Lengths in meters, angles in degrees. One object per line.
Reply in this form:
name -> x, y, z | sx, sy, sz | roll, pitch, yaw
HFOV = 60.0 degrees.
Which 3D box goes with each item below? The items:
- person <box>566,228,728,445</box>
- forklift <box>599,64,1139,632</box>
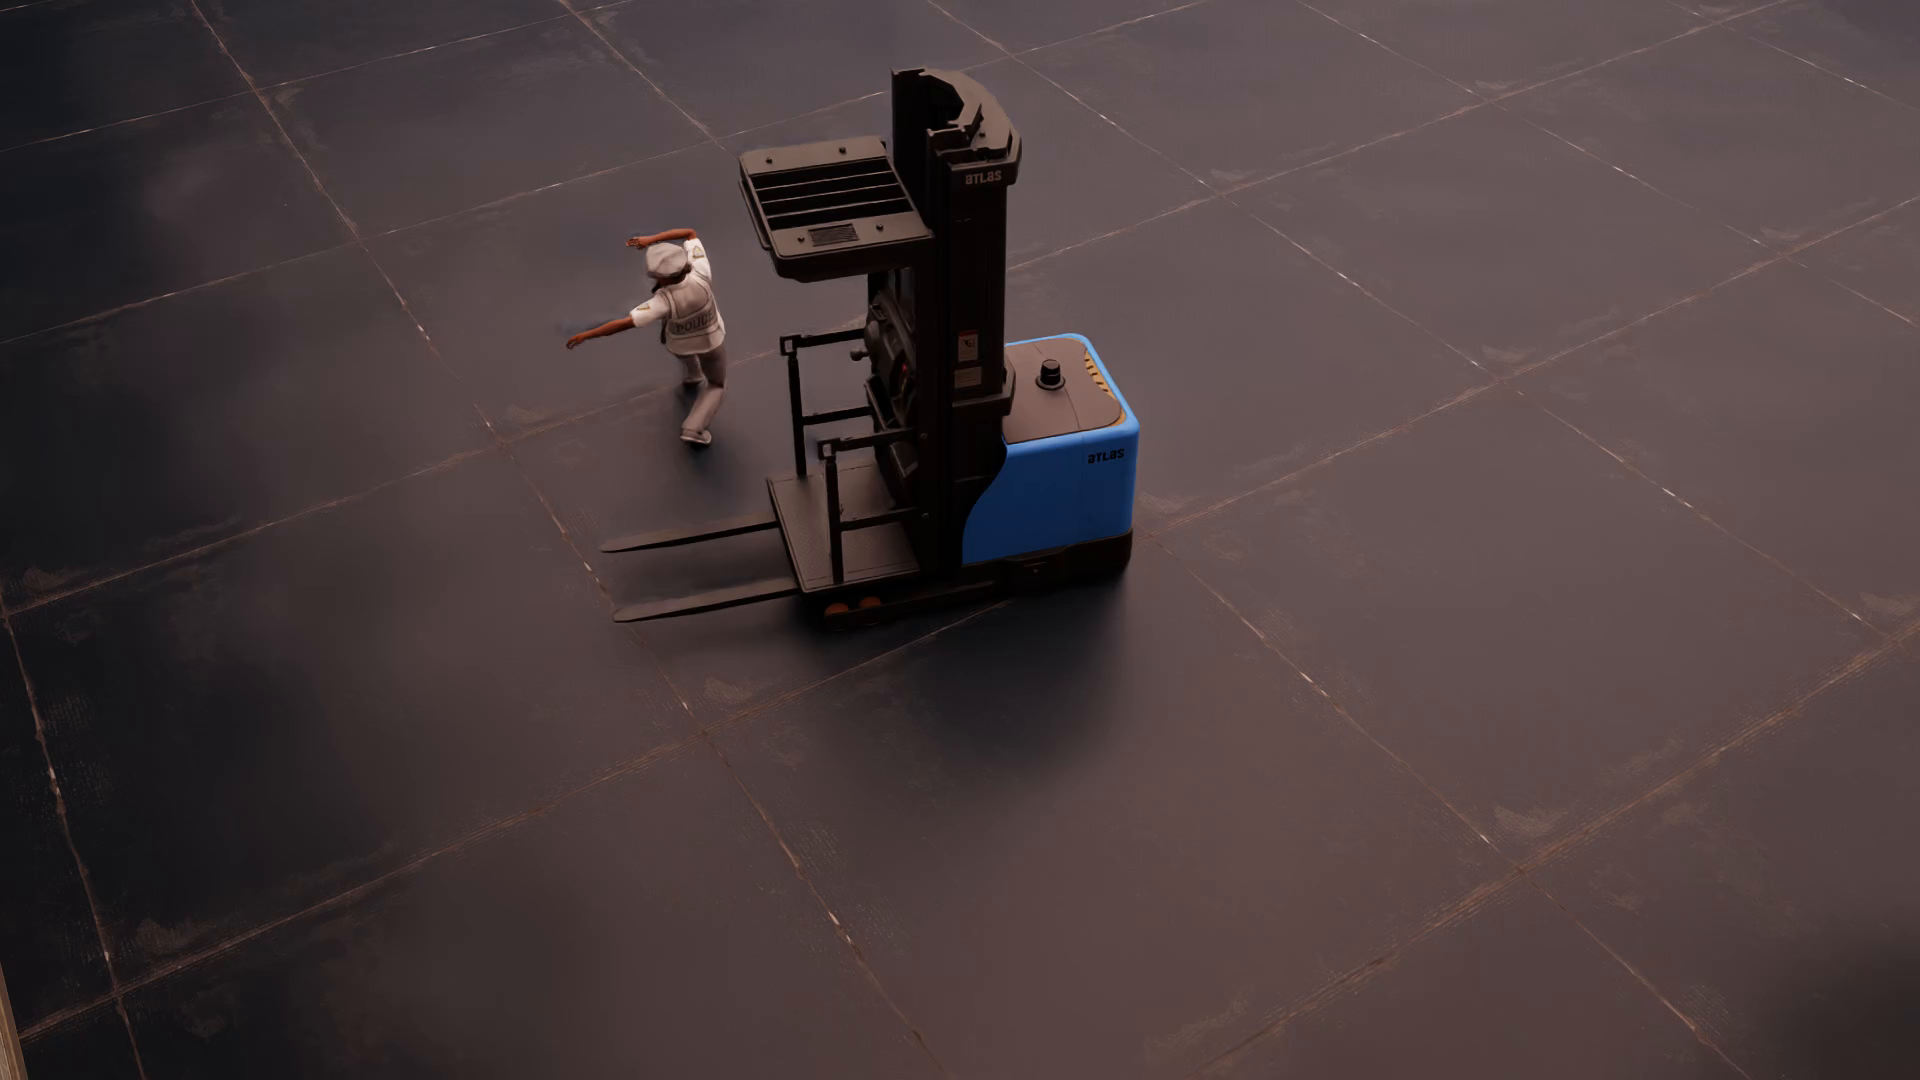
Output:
person -> -1.979, -1.314, 10.560 | 0.964, 1.394, 0.884 | -6, 41, -6
forklift -> -0.563, -0.969, 8.980 | 3.031, 2.935, 1.130 | -11, 42, -12
